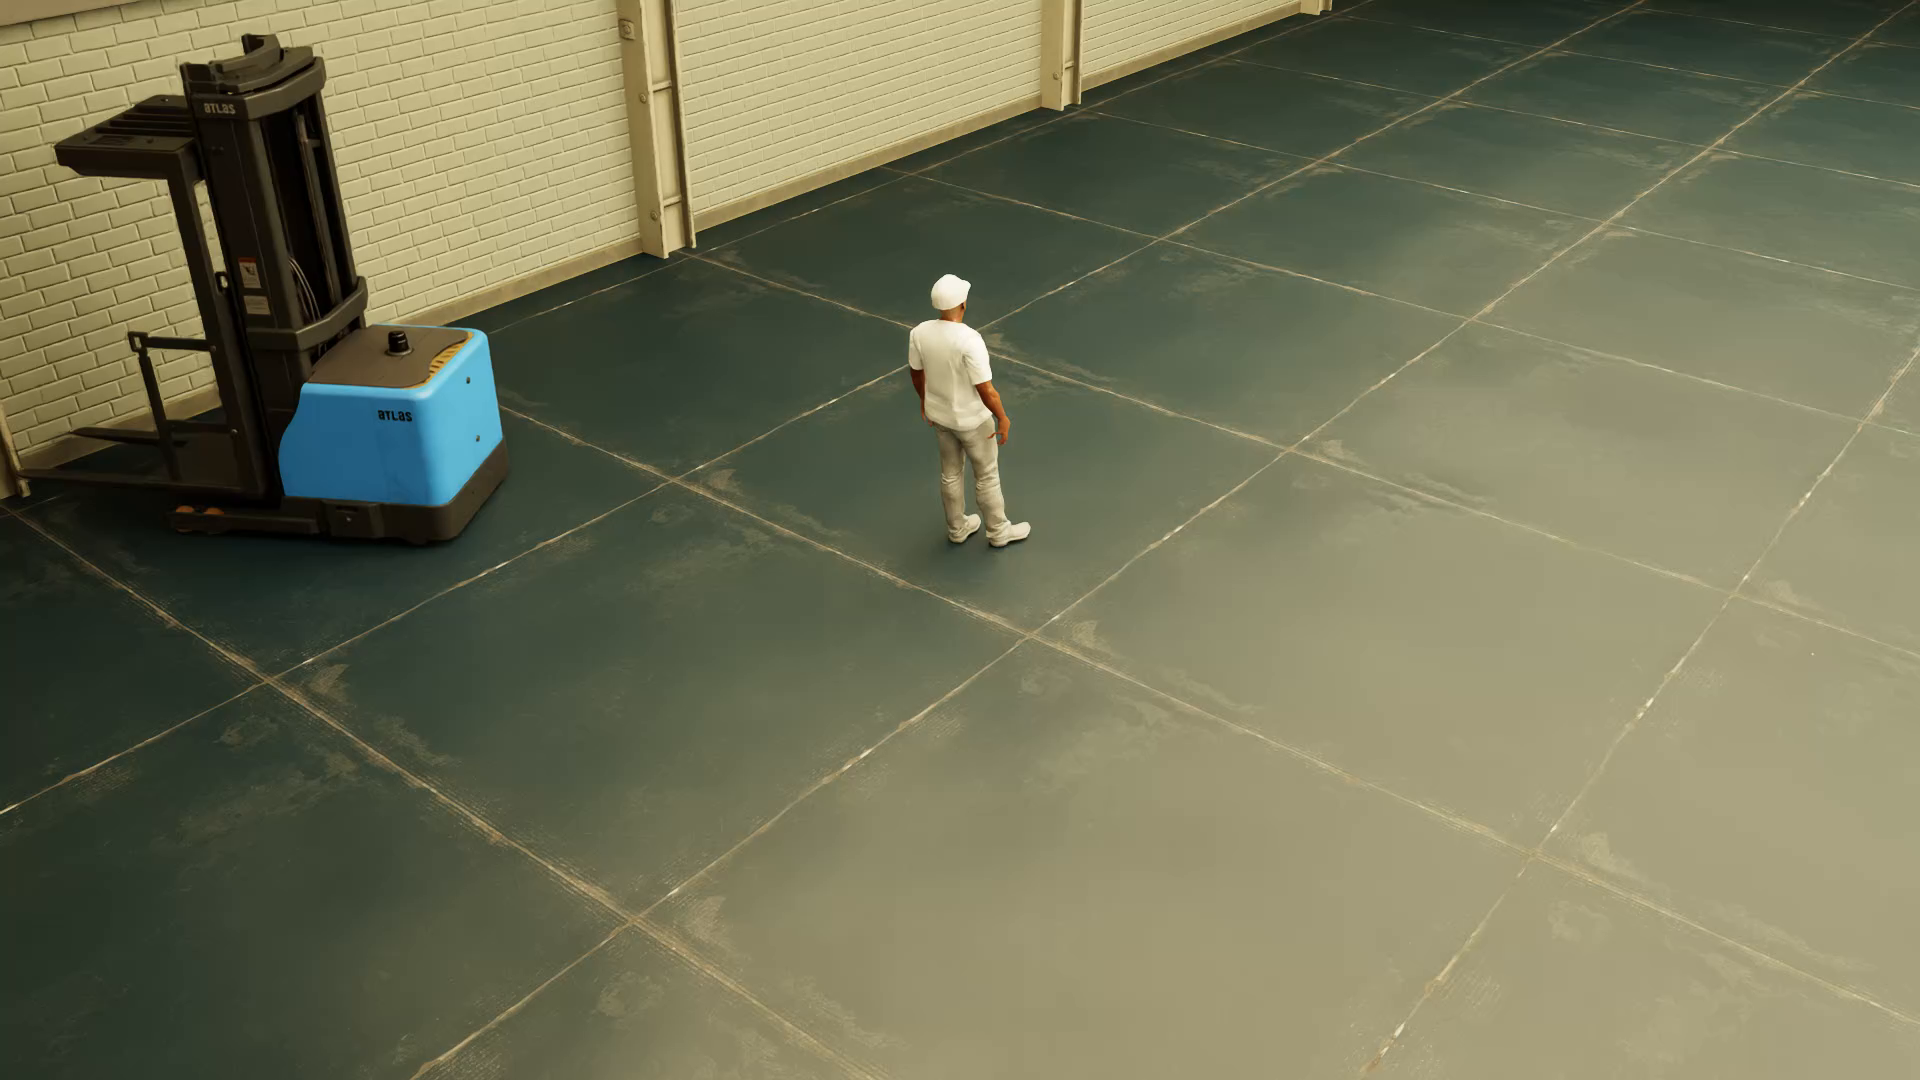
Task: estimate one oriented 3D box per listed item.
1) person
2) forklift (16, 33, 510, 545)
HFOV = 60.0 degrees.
[{"bbox_3d":[0.048,-0.794,10.095,0.666,1.768,0.575,22,37,33],"label":"person"},{"bbox_3d":[-4.581,-1.559,10.263,3.031,2.935,1.130,4,31,7],"label":"forklift"}]
